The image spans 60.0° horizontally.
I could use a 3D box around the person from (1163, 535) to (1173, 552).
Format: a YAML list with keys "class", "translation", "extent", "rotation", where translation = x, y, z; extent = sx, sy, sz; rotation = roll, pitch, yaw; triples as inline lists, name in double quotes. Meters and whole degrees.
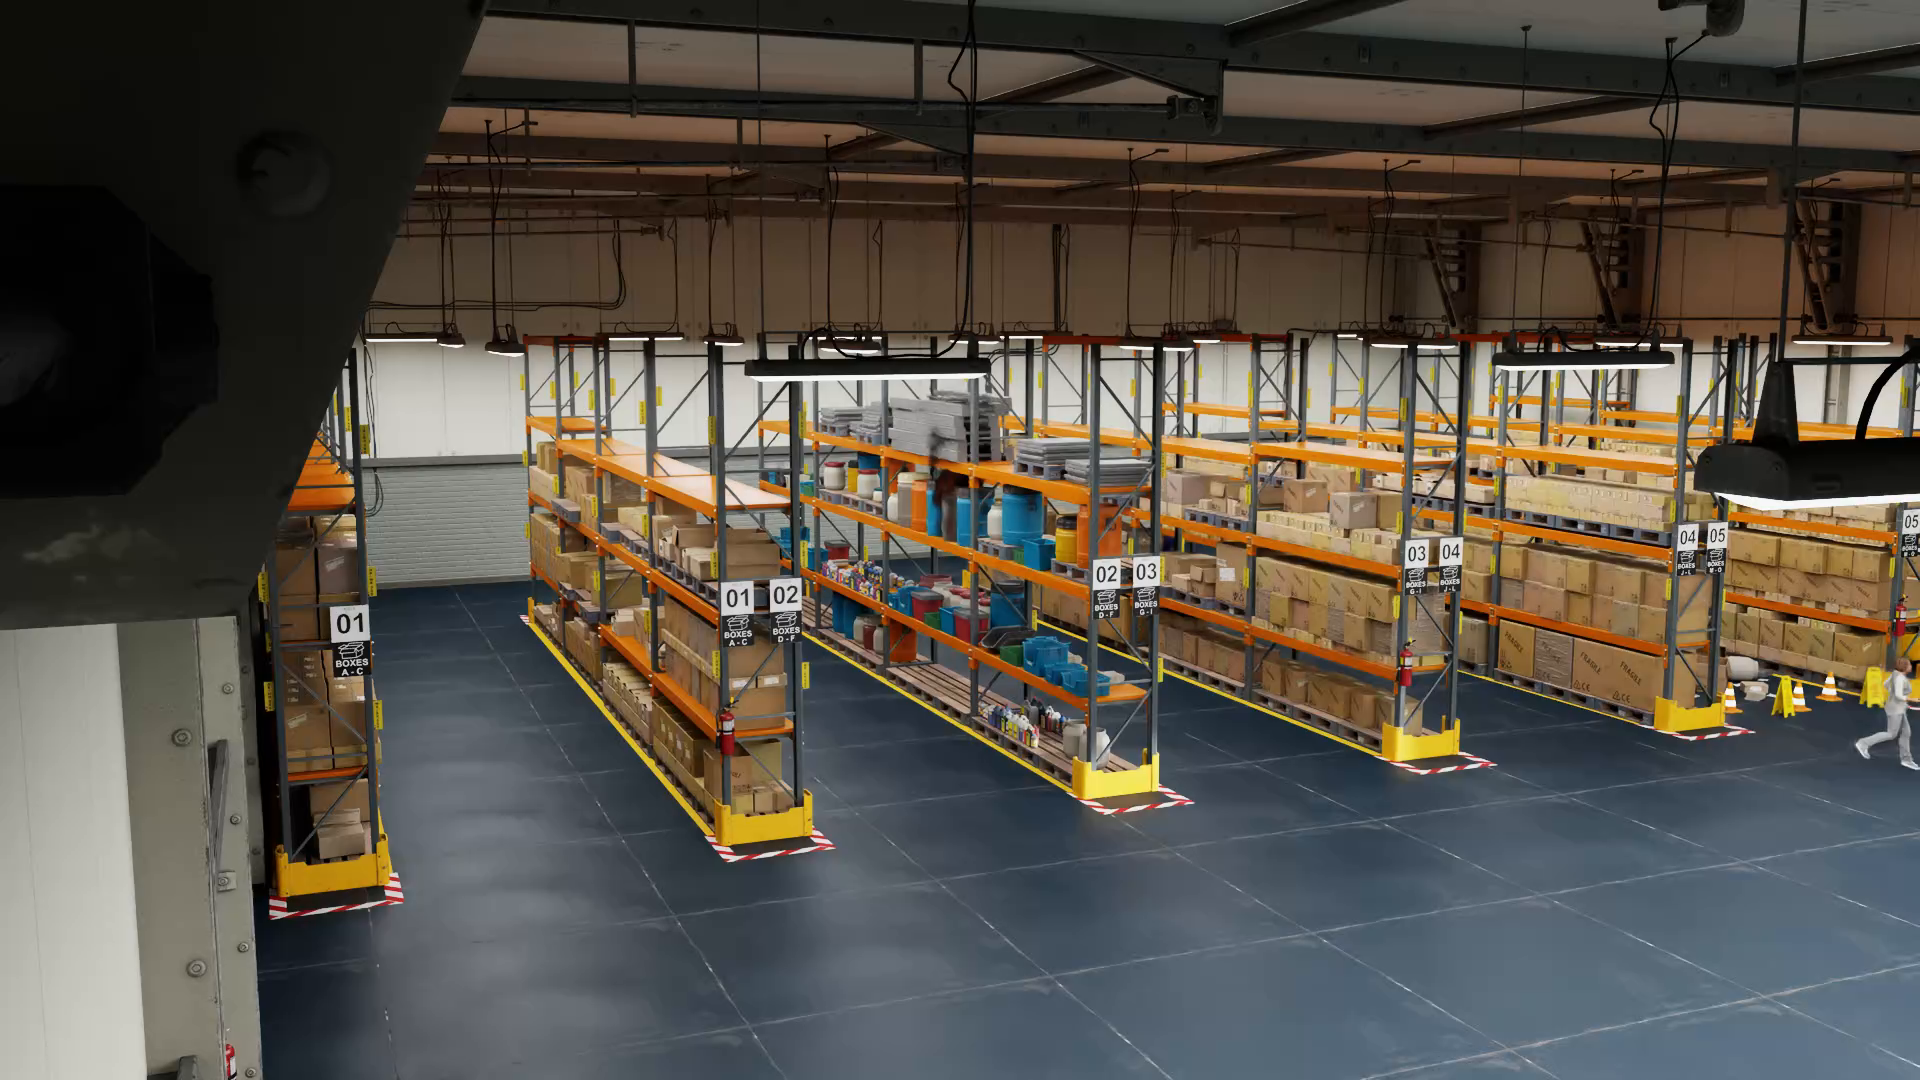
- class: "person"
  translation: [5.228, -0.003, 41.882]
  extent: [0.711, 1.587, 0.713]
  rotation: [1, 8, 9]

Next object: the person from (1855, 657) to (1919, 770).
- class: "person"
  translation: [13.177, 2.432, 23.516]
  extent: [0.859, 1.599, 0.550]
  rotation: [4, 8, 25]
